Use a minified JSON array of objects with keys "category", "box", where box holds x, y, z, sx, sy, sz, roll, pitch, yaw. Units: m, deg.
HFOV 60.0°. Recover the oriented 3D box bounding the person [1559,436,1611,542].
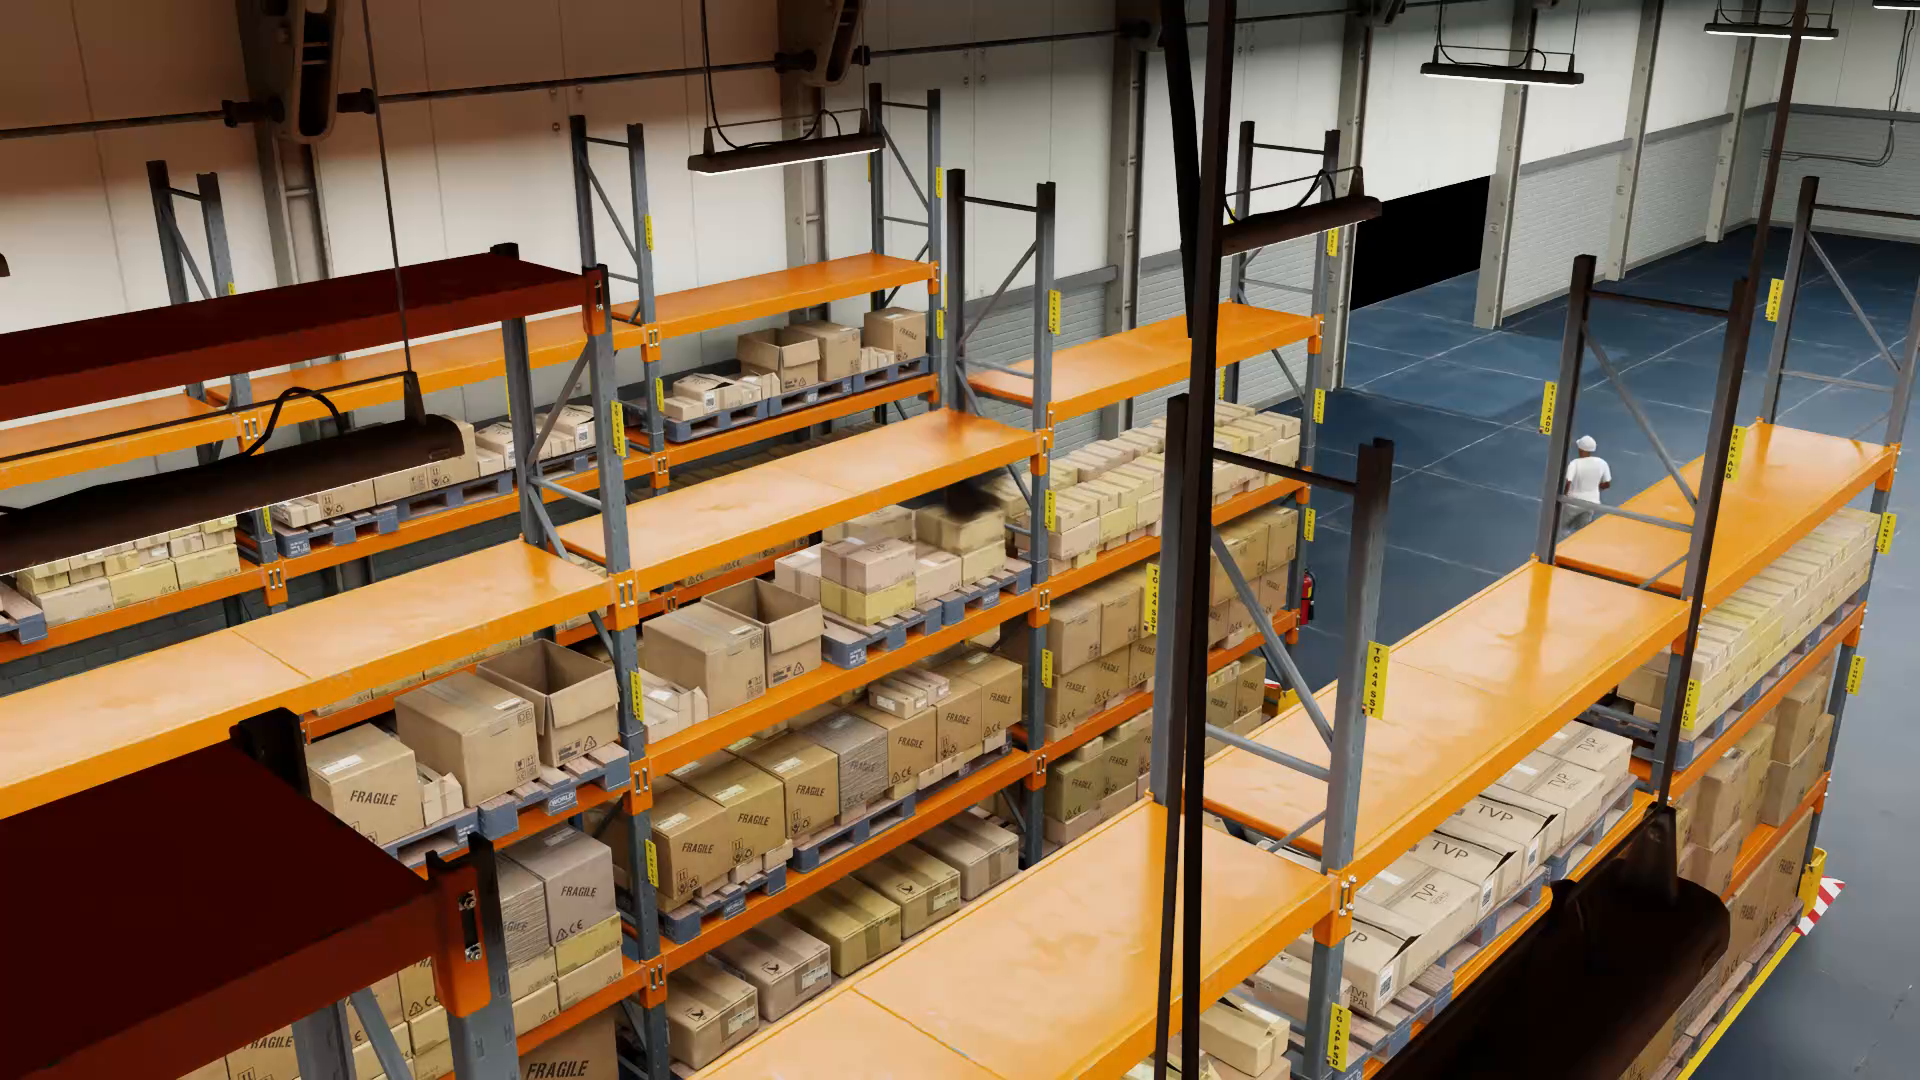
[{"category":"person","box":[7.768,-0.432,20.745,0.688,1.733,0.829,-3,21,-8]}]
